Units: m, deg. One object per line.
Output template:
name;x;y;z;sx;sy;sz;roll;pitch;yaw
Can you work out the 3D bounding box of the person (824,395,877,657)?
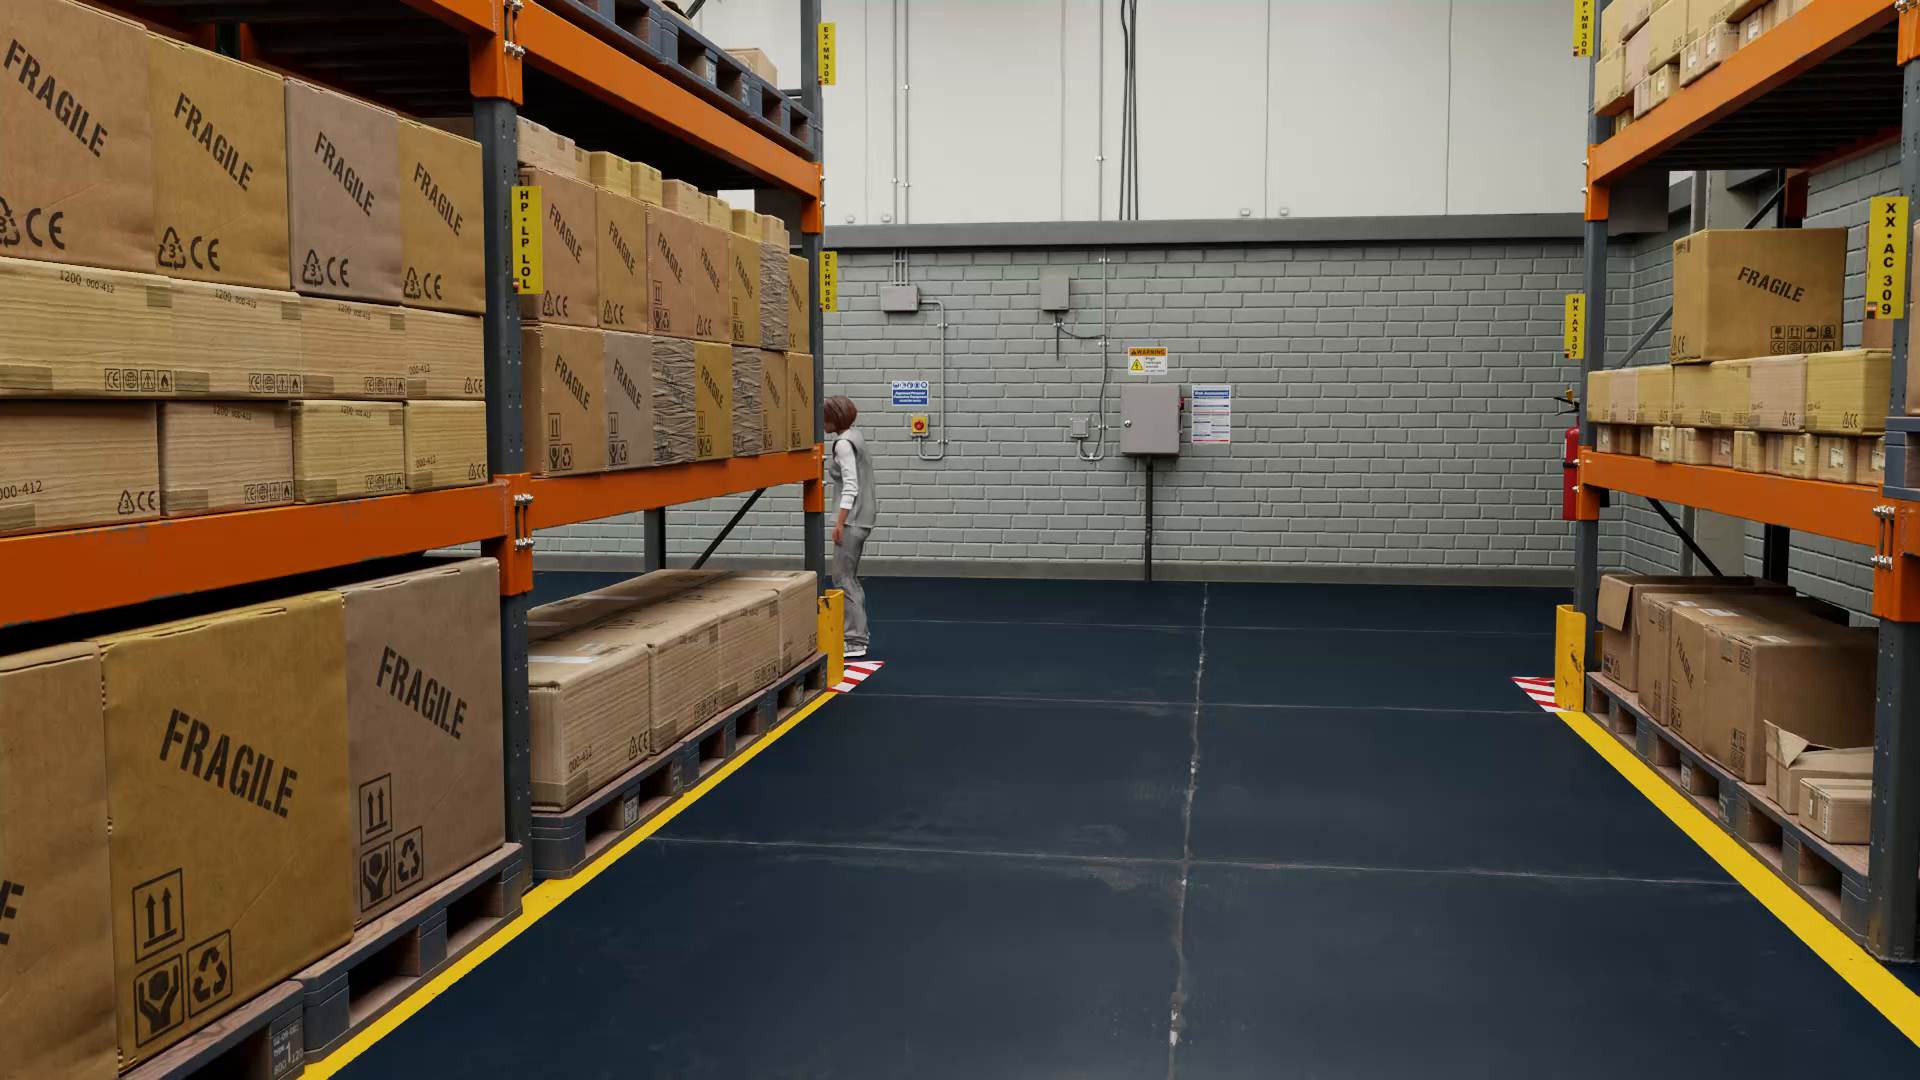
person;-0.682;-0.086;10.184;0.343;1.592;0.462;0;5;2
